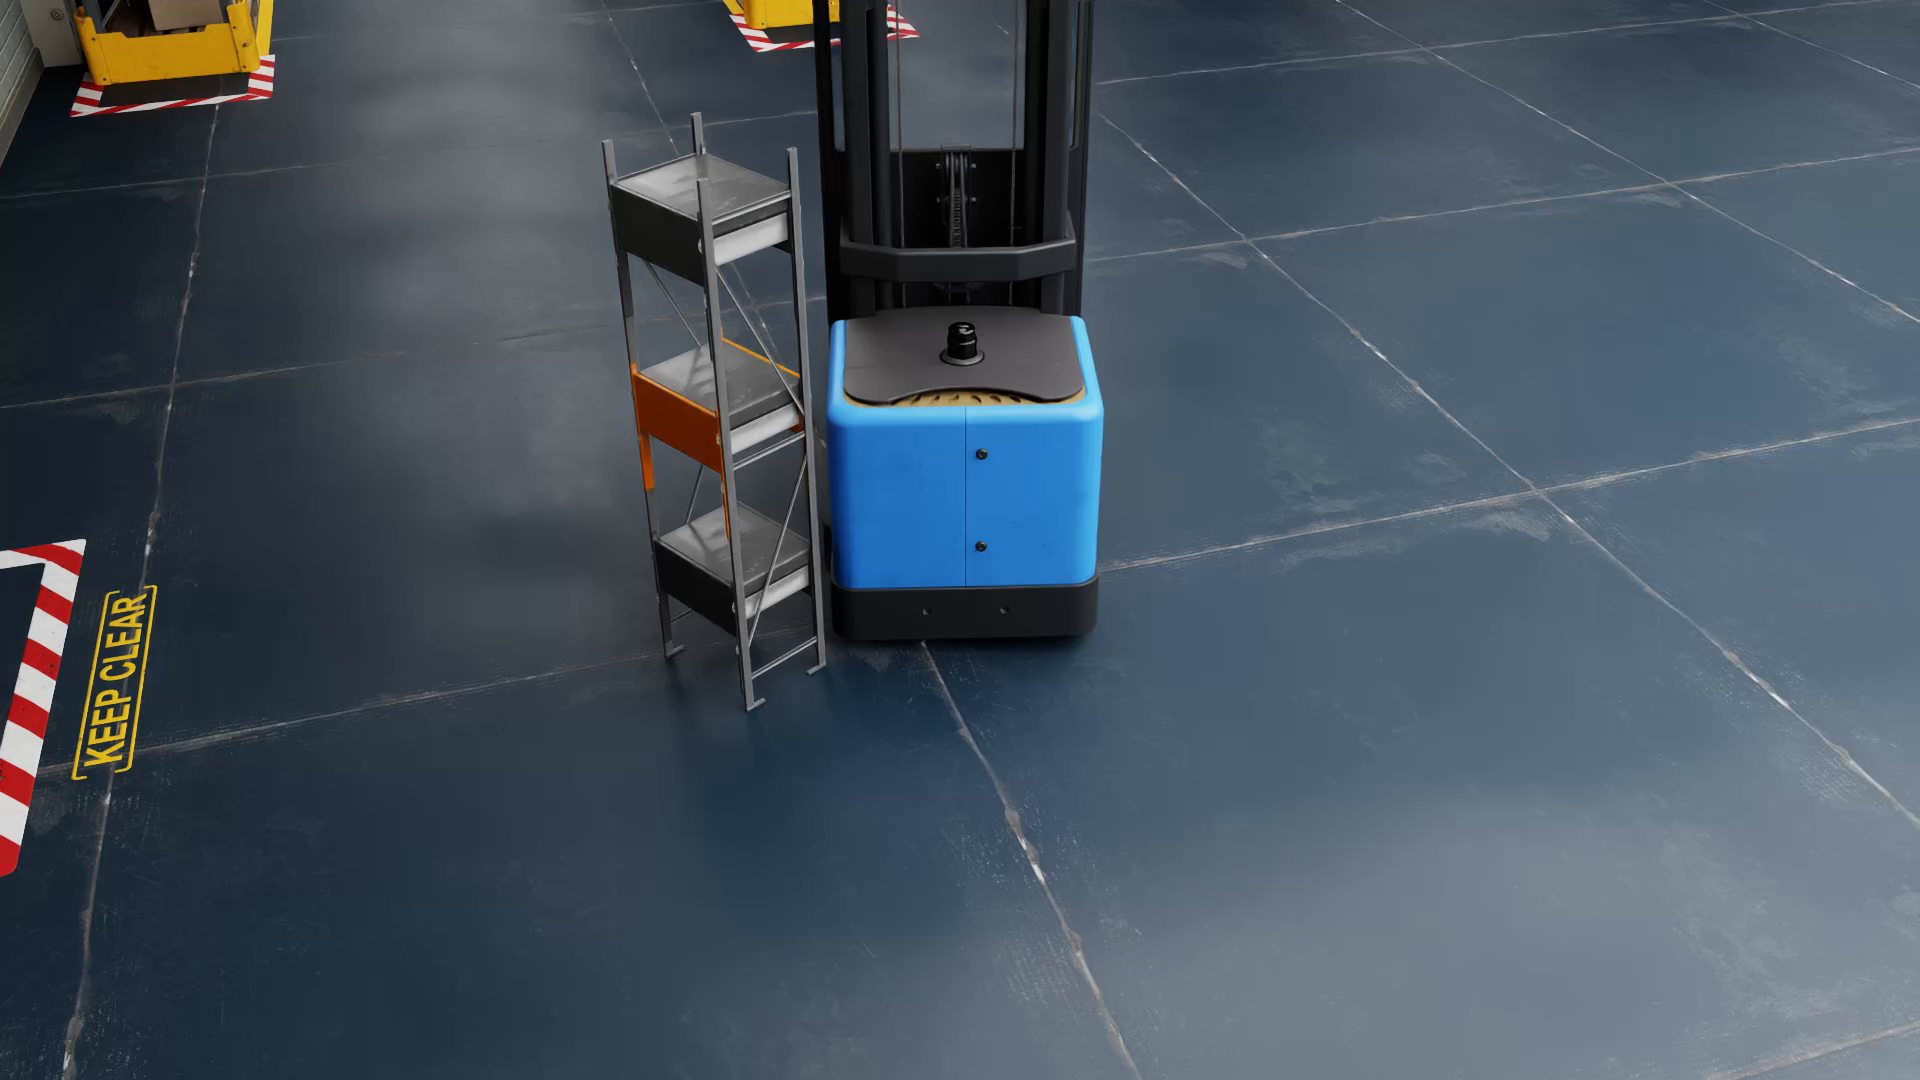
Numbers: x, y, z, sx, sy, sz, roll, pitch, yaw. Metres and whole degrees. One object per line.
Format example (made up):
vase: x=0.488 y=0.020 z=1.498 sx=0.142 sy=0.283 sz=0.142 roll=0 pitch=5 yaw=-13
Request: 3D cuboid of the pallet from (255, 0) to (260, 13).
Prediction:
pallet: x=-6.524 y=-4.720 z=14.202 sx=1.003 sy=0.211 sz=1.213 roll=-10 pitch=35 yaw=-15

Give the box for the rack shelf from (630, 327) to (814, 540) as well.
rack shelf: x=-0.844 y=-0.390 z=5.961 sx=0.480 sy=0.518 sz=0.431 roll=28 pitch=42 yaw=35

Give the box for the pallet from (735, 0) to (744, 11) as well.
pallet: x=-1.475 y=-4.838 z=14.380 sx=1.003 sy=0.211 sz=1.213 roll=-10 pitch=35 yaw=-15

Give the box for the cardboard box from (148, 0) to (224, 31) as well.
cardboard box: x=-6.043 y=-4.212 z=12.943 sx=0.500 sy=0.311 sz=0.500 roll=-14 pitch=36 yaw=-20

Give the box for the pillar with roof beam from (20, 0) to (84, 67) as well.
pillar with roof beam: x=-2.855 y=-8.221 z=11.528 sx=9.100 sy=9.000 sz=0.400 roll=-10 pitch=35 yaw=-15

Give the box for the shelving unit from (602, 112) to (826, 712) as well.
shelving unit: x=-0.844 y=-0.401 z=5.953 sx=0.503 sy=2.100 sz=0.431 roll=28 pitch=42 yaw=35

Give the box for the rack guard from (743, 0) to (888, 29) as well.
rack guard: x=-1.194 y=-4.551 z=13.684 sx=1.175 sy=0.500 sz=0.348 roll=-10 pitch=35 yaw=-15

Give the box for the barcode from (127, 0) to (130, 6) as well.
barcode: x=-6.430 y=-4.158 z=12.853 sx=0.001 sy=0.075 sz=0.075 roll=-10 pitch=35 yaw=-15

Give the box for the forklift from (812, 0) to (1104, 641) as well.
forklift: x=-0.035 y=-1.611 z=7.029 sx=1.130 sy=2.935 sz=3.031 roll=-1 pitch=33 yaw=-2

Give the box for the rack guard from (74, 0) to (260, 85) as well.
rack guard: x=-5.941 y=-3.769 z=12.500 sx=1.175 sy=0.500 sz=0.348 roll=-10 pitch=35 yaw=-15

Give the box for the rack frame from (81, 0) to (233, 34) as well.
rack frame: x=-5.918 y=-4.772 z=11.751 sx=1.000 sy=3.000 sz=0.127 roll=-10 pitch=35 yaw=-15

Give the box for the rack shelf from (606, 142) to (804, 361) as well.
rack shelf: x=-0.844 y=-0.974 z=5.575 sx=0.480 sy=0.518 sz=0.431 roll=28 pitch=42 yaw=35

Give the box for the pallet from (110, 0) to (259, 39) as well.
pallet: x=-6.155 y=-4.081 z=13.234 sx=1.003 sy=0.211 sz=1.213 roll=-10 pitch=35 yaw=-15

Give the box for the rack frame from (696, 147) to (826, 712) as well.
rack frame: x=-0.668 y=-0.309 z=5.812 sx=0.015 sy=2.100 sz=0.400 roll=28 pitch=42 yaw=35

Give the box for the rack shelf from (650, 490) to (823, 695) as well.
rack shelf: x=-0.844 y=0.194 z=6.346 sx=0.480 sy=0.518 sz=0.431 roll=28 pitch=42 yaw=35

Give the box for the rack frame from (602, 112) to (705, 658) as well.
rack frame: x=-1.021 y=-0.494 z=6.094 sx=0.015 sy=2.100 sz=0.400 roll=28 pitch=42 yaw=35
